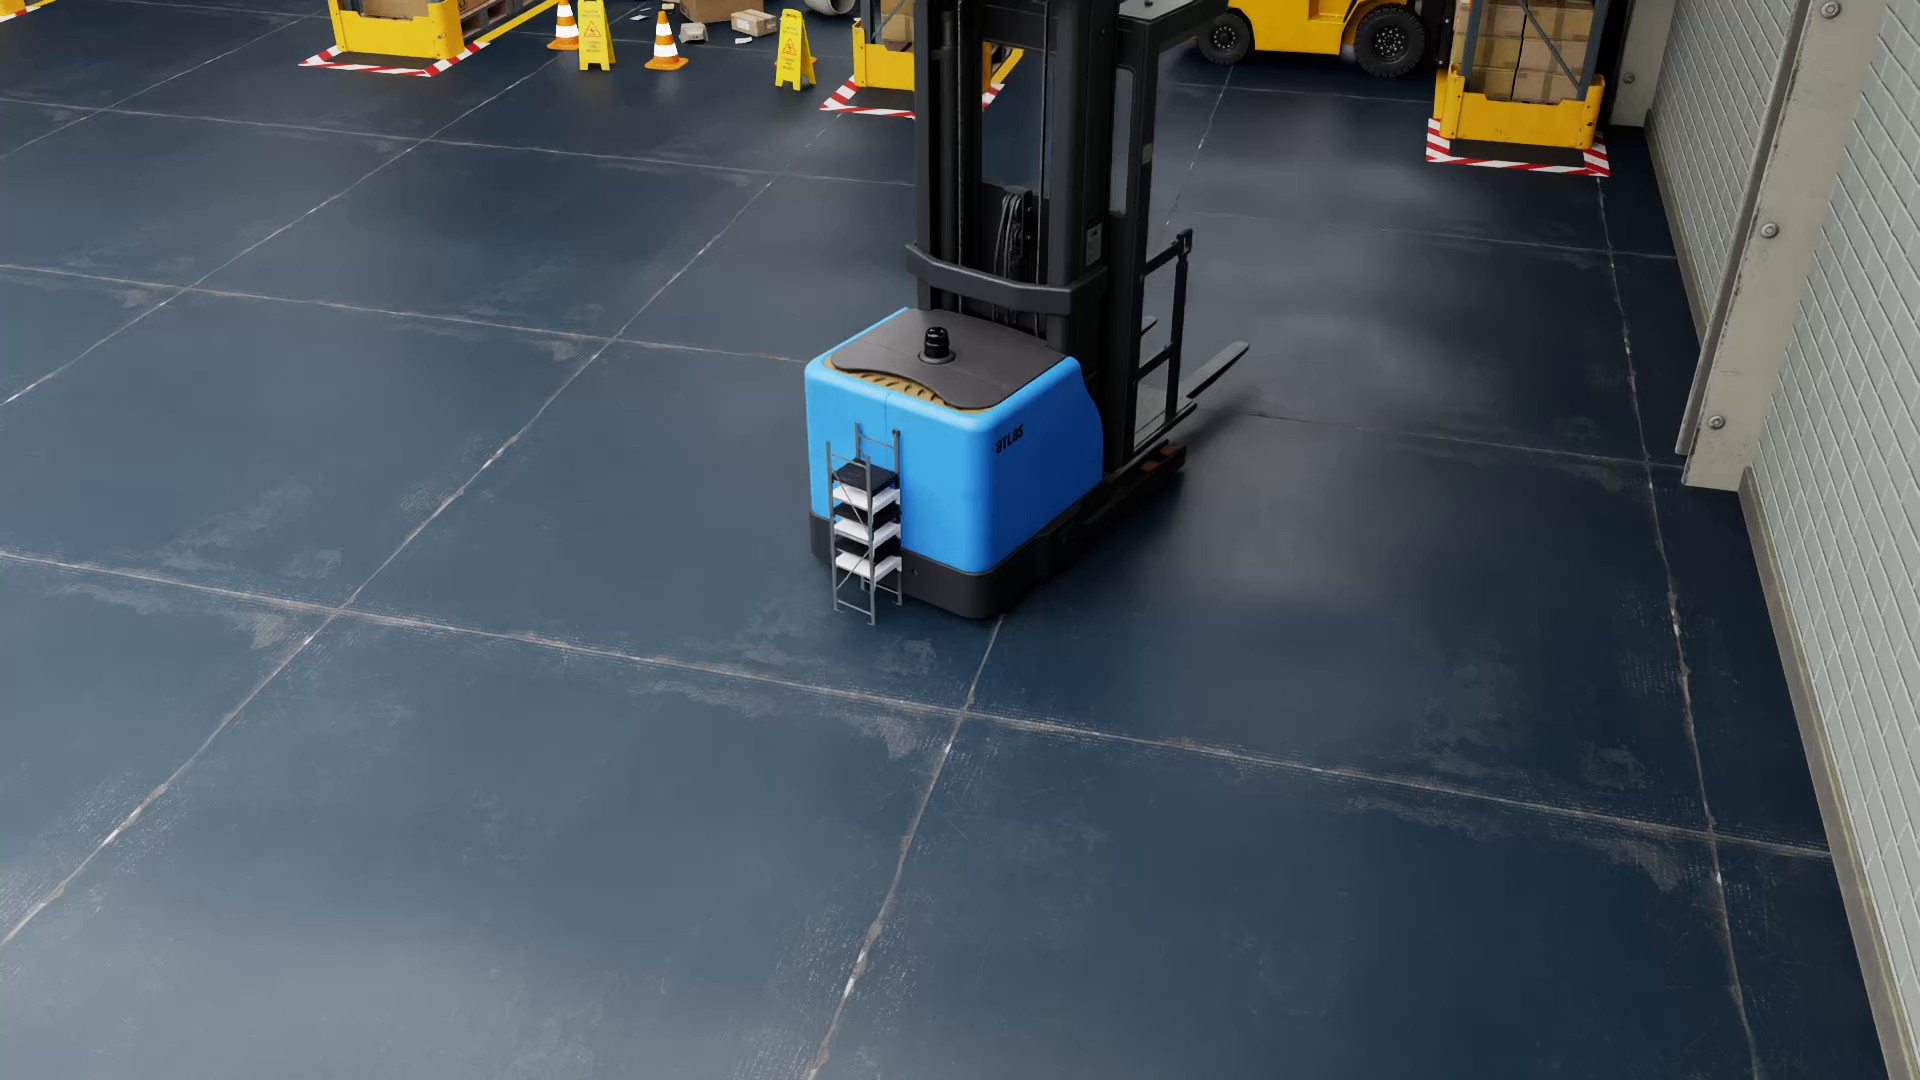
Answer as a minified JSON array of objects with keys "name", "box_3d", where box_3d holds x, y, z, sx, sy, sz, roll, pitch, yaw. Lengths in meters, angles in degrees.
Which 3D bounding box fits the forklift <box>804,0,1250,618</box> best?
[{"name":"forklift","box_3d":[0.536,-1.623,8.071,1.130,2.935,3.031,21,38,29]}]

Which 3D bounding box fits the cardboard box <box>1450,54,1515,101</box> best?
[{"name":"cardboard box","box_3d":[4.269,-3.817,13.629,0.500,0.250,0.500,8,33,13]}]

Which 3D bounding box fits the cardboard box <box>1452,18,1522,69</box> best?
[{"name":"cardboard box","box_3d":[4.277,-4.036,13.508,0.500,0.250,0.500,8,33,12]}]

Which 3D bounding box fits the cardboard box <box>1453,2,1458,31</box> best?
[{"name":"cardboard box","box_3d":[4.525,-4.566,14.341,0.500,0.250,0.500,7,33,11]}]

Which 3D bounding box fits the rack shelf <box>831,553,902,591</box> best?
[{"name":"rack shelf","box_3d":[-0.428,0.117,7.625,0.258,0.077,0.200,21,38,29]}]

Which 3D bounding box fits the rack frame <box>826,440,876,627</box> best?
[{"name":"rack frame","box_3d":[-0.486,-0.019,7.440,0.240,0.900,0.006,21,38,29]}]

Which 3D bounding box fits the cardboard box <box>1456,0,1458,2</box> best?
[{"name":"cardboard box","box_3d":[4.513,-4.762,14.185,0.500,0.250,0.500,8,33,13]}]

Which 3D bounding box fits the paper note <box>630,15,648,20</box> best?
[{"name":"paper note","box_3d":[-3.131,-5.116,16.270,0.144,0.017,0.142,20,38,29]}]

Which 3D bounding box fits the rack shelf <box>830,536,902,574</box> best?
[{"name":"rack shelf","box_3d":[-0.428,0.041,7.577,0.258,0.077,0.200,21,38,29]}]

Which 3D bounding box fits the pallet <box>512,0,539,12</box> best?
[{"name":"pallet","box_3d":[-4.721,-5.688,17.001,1.003,0.211,1.213,8,33,12]}]

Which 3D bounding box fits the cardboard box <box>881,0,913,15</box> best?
[{"name":"cardboard box","box_3d":[-0.396,-4.972,14.747,0.500,0.500,0.500,8,33,13]}]

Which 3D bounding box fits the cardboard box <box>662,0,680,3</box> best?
[{"name":"cardboard box","box_3d":[-2.800,-5.588,16.792,0.396,0.266,0.258,14,35,21]}]

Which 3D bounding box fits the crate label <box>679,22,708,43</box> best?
[{"name":"crate label","box_3d":[-2.506,-4.769,15.624,0.250,0.136,0.298,-8,33,-13]}]

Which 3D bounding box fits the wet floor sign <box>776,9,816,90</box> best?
[{"name":"wet floor sign","box_3d":[-1.430,-4.240,14.319,0.267,0.644,0.232,20,38,29]}]

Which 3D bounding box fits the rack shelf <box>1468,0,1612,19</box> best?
[{"name":"rack shelf","box_3d":[4.963,-5.247,14.379,1.077,0.370,4.000,8,33,12]}]

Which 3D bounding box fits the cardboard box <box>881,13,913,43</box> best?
[{"name":"cardboard box","box_3d":[-0.396,-4.672,14.975,0.500,0.250,0.500,8,33,12]}]

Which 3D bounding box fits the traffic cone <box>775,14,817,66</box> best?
[{"name":"traffic cone","box_3d":[-1.485,-4.515,14.921,0.336,0.463,0.334,8,33,12]}]

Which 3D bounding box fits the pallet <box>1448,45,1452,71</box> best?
[{"name":"pallet","box_3d":[4.921,-4.370,14.927,1.003,0.211,1.213,8,33,12]}]

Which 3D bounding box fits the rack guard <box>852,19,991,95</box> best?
[{"name":"rack guard","box_3d":[-0.327,-4.171,14.346,1.175,0.500,0.348,8,33,12]}]

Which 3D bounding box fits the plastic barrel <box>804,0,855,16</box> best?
[{"name":"plastic barrel","box_3d":[-1.287,-5.378,16.315,0.421,0.421,0.512,-21,38,-29]}]

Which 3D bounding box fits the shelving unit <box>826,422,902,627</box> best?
[{"name":"shelving unit","box_3d":[-0.428,-0.063,7.511,0.258,0.900,0.210,21,38,29]}]

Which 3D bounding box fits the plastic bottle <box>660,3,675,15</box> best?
[{"name":"plastic bottle","box_3d":[-2.894,-5.267,16.478,0.133,0.061,0.283,-3,33,-4]}]

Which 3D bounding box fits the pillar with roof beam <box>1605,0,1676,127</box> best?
[{"name":"pillar with roof beam","box_3d":[1.340,-7.870,12.241,9.100,9.000,0.400,8,33,12]}]

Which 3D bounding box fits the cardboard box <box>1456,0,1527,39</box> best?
[{"name":"cardboard box","box_3d":[4.271,-4.233,13.353,0.500,0.250,0.500,9,34,14]}]

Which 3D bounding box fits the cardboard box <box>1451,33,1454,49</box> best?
[{"name":"cardboard box","box_3d":[4.540,-4.332,14.440,0.500,0.250,0.500,8,33,13]}]

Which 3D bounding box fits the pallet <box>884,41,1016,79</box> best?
[{"name":"pallet","box_3d":[-0.087,-4.466,15.079,1.003,0.211,1.213,8,33,12]}]

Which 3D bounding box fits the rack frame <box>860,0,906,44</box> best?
[{"name":"rack frame","box_3d":[-0.347,-5.187,13.613,1.000,3.000,0.127,8,33,12]}]

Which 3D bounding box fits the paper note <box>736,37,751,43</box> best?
[{"name":"paper note","box_3d":[-2.032,-4.696,15.608,0.148,0.019,0.142,-3,33,-4]}]

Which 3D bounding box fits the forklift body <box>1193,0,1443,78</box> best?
[{"name":"forklift body","box_3d":[3.172,-5.387,14.719,2.313,2.155,1.214,8,33,12]}]

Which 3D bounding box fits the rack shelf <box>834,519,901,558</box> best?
[{"name":"rack shelf","box_3d":[-0.428,-0.035,7.528,0.258,0.077,0.200,21,38,29]}]

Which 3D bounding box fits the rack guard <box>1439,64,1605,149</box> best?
[{"name":"rack guard","box_3d":[4.449,-3.446,13.204,1.175,0.500,0.348,8,33,12]}]
